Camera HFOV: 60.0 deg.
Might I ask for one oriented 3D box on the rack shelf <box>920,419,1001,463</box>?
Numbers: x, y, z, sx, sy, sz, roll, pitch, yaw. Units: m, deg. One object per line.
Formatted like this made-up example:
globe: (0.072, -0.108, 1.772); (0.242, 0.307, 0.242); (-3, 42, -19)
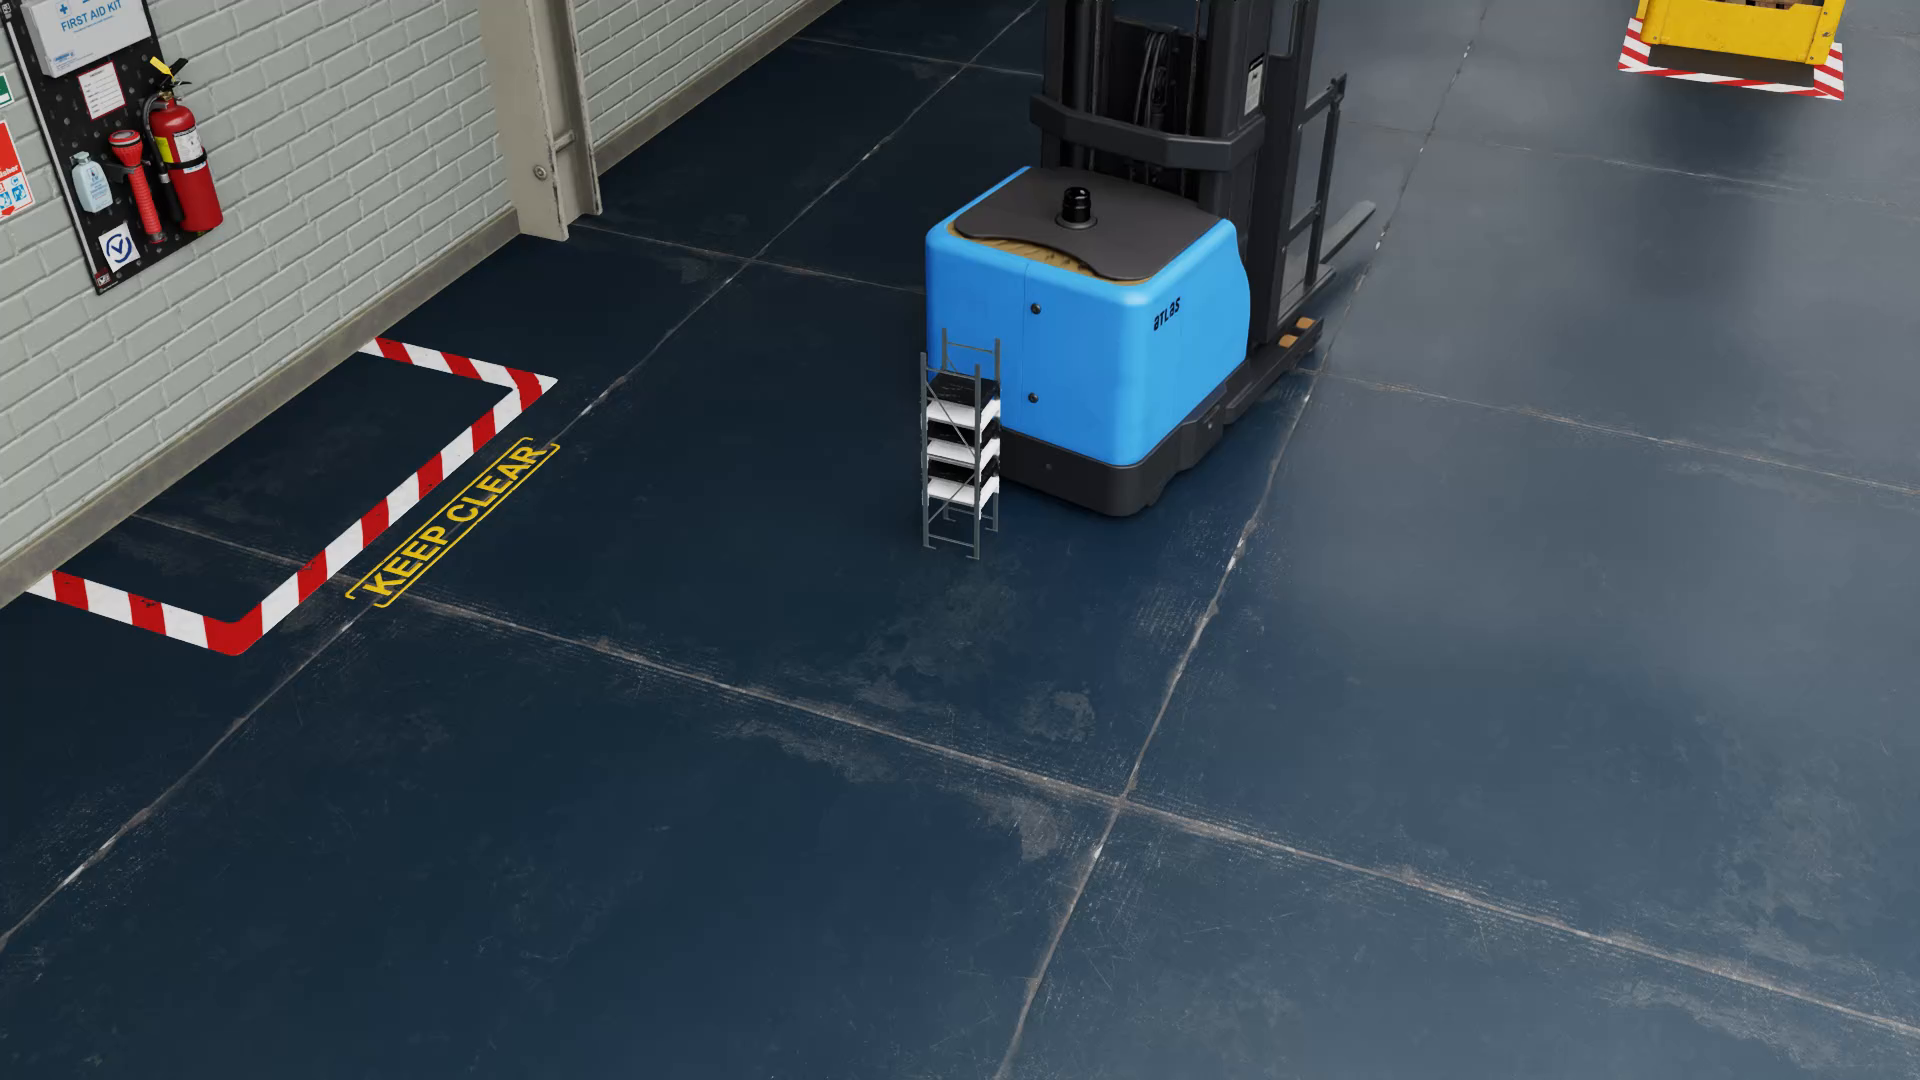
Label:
rack shelf: (0.003, -0.410, 6.453); (0.258, 0.077, 0.200); (14, 39, 18)

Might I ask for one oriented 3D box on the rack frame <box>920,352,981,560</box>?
rack frame: (-0.036, -0.309, 6.411); (0.240, 0.900, 0.006); (14, 39, 18)

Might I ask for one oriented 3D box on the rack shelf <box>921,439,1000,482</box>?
rack shelf: (0.003, -0.338, 6.507); (0.258, 0.077, 0.200); (14, 39, 18)

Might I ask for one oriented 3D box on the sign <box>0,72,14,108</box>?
sign: (-3.457, -1.526, 5.814); (0.001, 0.109, 0.331); (14, 39, 18)

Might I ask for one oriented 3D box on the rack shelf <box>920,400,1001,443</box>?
rack shelf: (0.003, -0.482, 6.399); (0.258, 0.077, 0.200); (14, 39, 18)

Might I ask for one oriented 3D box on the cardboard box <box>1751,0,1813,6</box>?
cardboard box: (5.623, -3.865, 11.362); (0.500, 0.250, 0.500); (14, 39, 18)

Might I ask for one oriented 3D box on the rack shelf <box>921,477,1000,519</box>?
rack shelf: (0.003, -0.194, 6.614); (0.258, 0.077, 0.200); (14, 39, 18)

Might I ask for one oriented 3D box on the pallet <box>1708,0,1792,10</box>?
pallet: (5.466, -3.868, 11.749); (1.003, 0.211, 1.213); (14, 39, 18)

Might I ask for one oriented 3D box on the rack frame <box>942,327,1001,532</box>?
rack frame: (0.042, -0.421, 6.562); (0.240, 0.900, 0.006); (14, 39, 18)

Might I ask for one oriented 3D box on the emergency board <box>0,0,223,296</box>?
emergency board: (-3.161, -1.582, 6.361); (0.194, 1.169, 0.643); (14, 39, 18)

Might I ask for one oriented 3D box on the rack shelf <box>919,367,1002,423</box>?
rack shelf: (0.003, -0.555, 6.345); (0.258, 0.077, 0.200); (14, 39, 18)

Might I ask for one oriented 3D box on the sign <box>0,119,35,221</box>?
sign: (-3.467, -1.313, 5.972); (0.001, 0.329, 0.234); (14, 39, 18)

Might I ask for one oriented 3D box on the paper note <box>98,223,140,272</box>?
paper note: (-3.292, -1.147, 6.514); (0.016, 0.148, 0.142); (14, 39, 18)

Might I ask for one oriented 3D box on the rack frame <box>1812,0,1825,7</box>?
rack frame: (5.214, -4.552, 10.335); (1.000, 3.000, 0.127); (14, 39, 18)

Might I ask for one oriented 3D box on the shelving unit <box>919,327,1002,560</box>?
shelving unit: (0.003, -0.365, 6.487); (0.258, 0.900, 0.210); (14, 39, 18)

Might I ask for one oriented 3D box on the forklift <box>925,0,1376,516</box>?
forklift: (1.075, -2.116, 7.133); (1.130, 2.935, 3.031); (22, 42, 26)

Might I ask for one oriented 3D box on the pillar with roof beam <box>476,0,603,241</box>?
pillar with roof beam: (1.796, -4.364, 5.072); (9.100, 9.000, 0.400); (14, 39, 18)

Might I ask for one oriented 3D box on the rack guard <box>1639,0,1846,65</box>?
rack guard: (5.205, -3.538, 11.066); (1.175, 0.500, 0.348); (14, 39, 18)

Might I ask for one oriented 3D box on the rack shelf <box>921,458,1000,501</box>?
rack shelf: (0.003, -0.266, 6.560); (0.258, 0.077, 0.200); (14, 39, 18)
